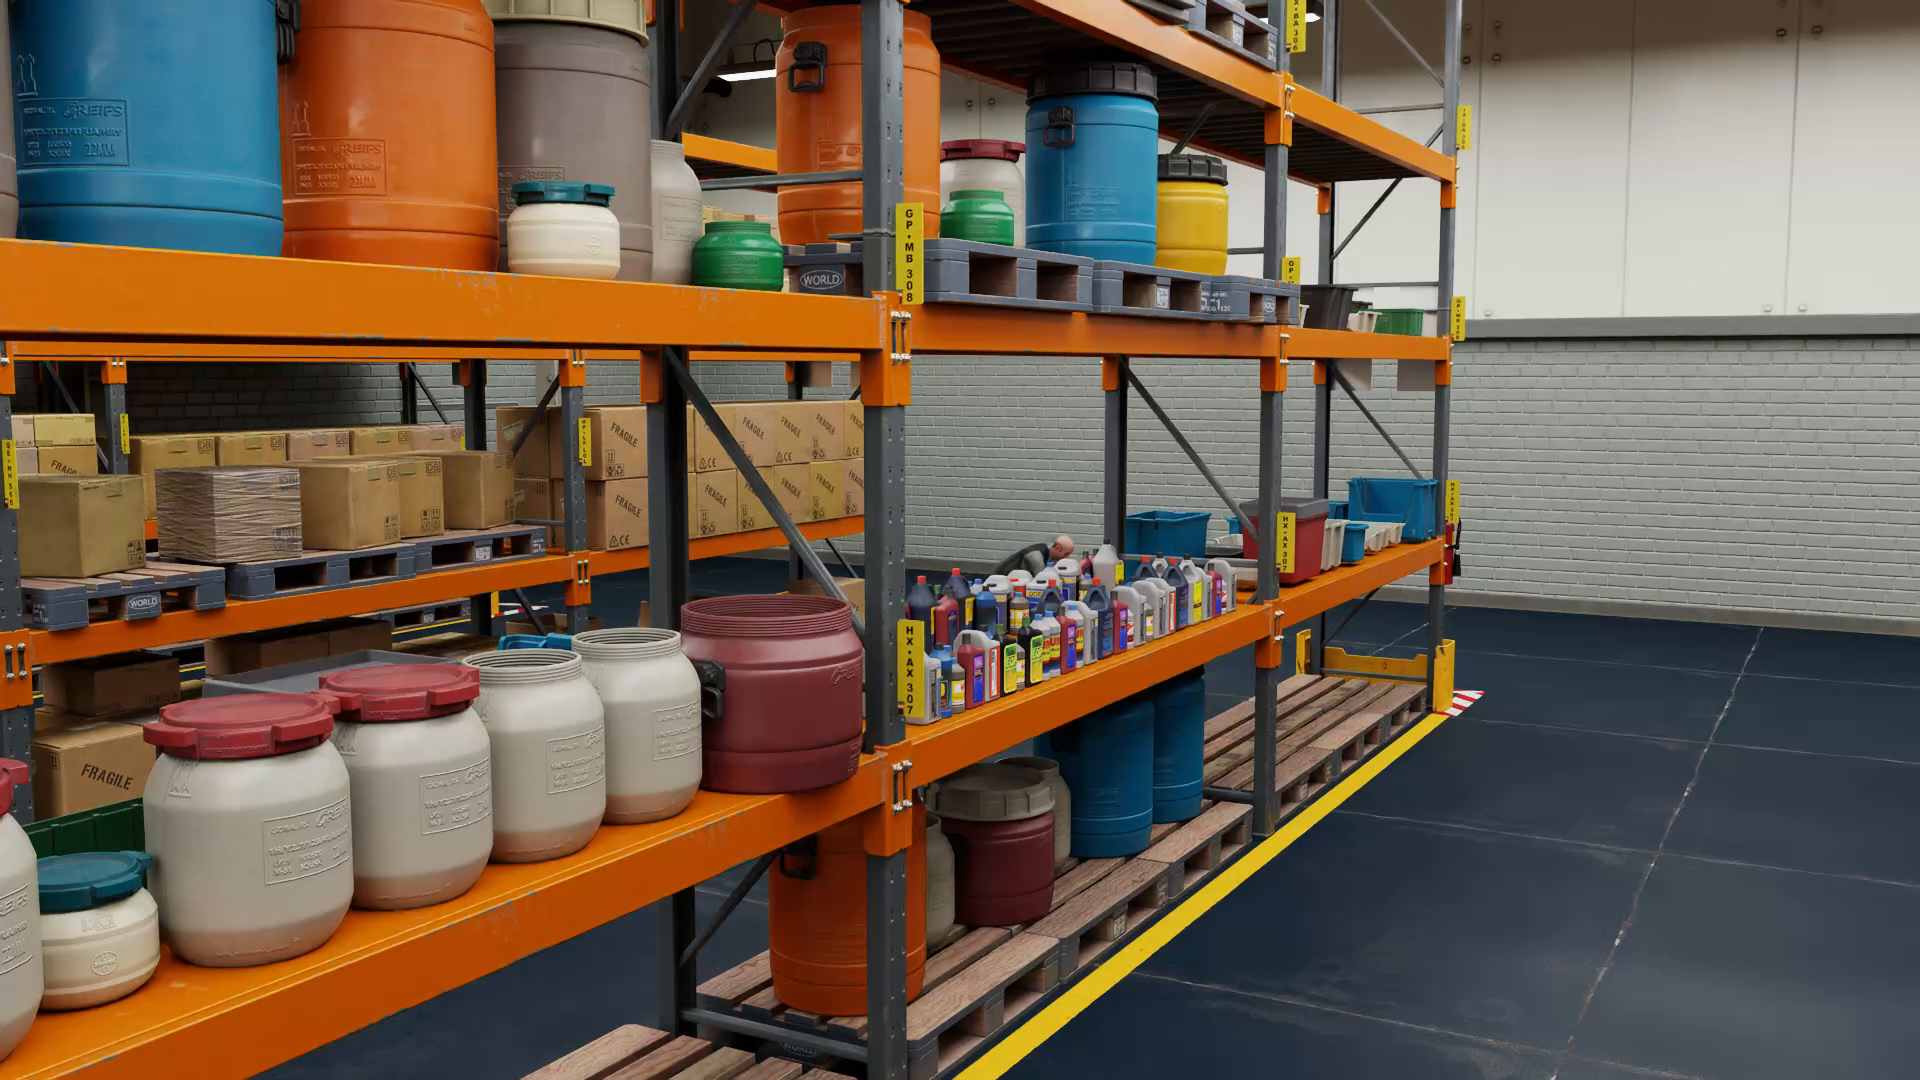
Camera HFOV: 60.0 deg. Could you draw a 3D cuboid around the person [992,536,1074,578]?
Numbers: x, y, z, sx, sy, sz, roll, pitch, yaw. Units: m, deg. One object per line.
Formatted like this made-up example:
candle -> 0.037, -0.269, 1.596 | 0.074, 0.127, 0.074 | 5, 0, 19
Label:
person -> 0.741, 0.436, 16.310 | 0.879, 0.959, 0.517 | 3, 7, 27
